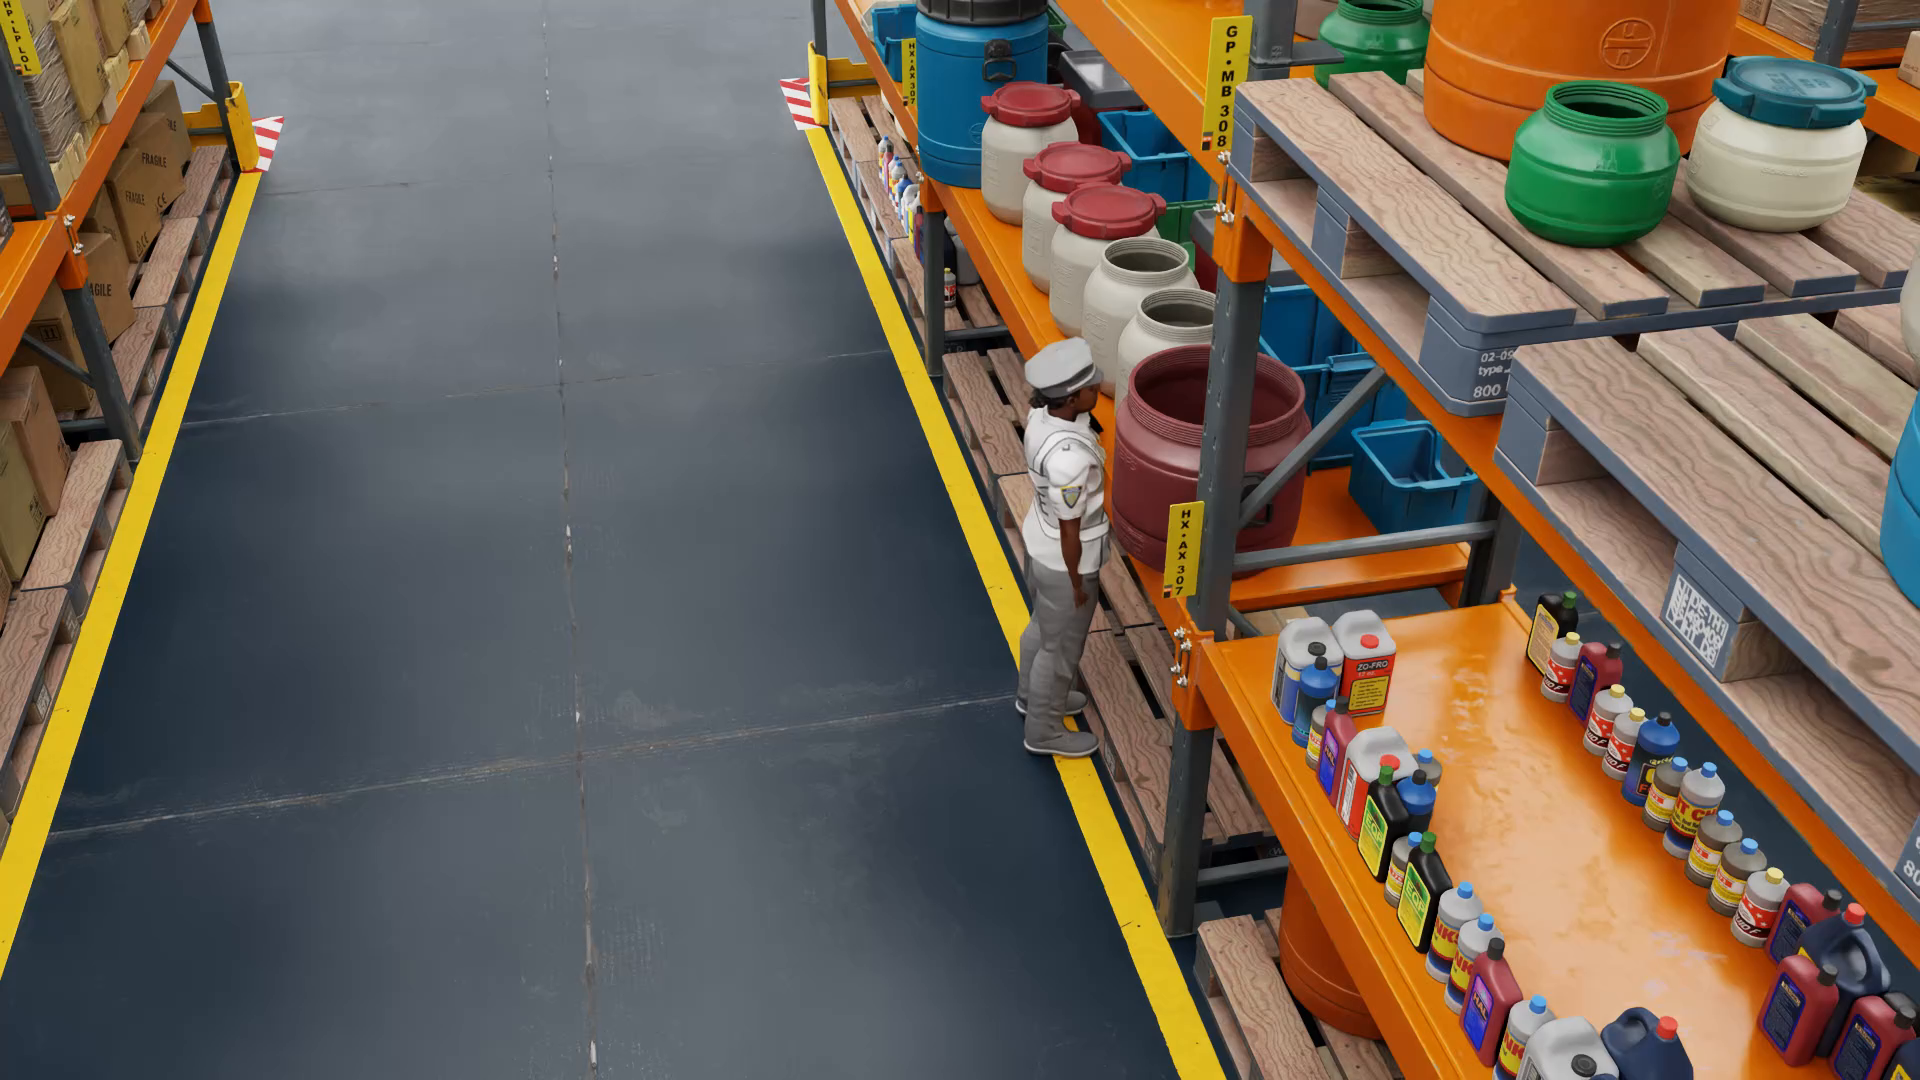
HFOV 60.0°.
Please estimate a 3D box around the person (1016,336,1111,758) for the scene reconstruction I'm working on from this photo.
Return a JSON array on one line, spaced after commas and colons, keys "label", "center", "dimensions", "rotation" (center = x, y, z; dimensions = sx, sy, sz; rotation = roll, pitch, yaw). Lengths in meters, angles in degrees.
[{"label": "person", "center": [0.389, 0.038, 6.048], "dimensions": [0.342, 1.692, 0.440], "rotation": [-4, 35, -5]}]
